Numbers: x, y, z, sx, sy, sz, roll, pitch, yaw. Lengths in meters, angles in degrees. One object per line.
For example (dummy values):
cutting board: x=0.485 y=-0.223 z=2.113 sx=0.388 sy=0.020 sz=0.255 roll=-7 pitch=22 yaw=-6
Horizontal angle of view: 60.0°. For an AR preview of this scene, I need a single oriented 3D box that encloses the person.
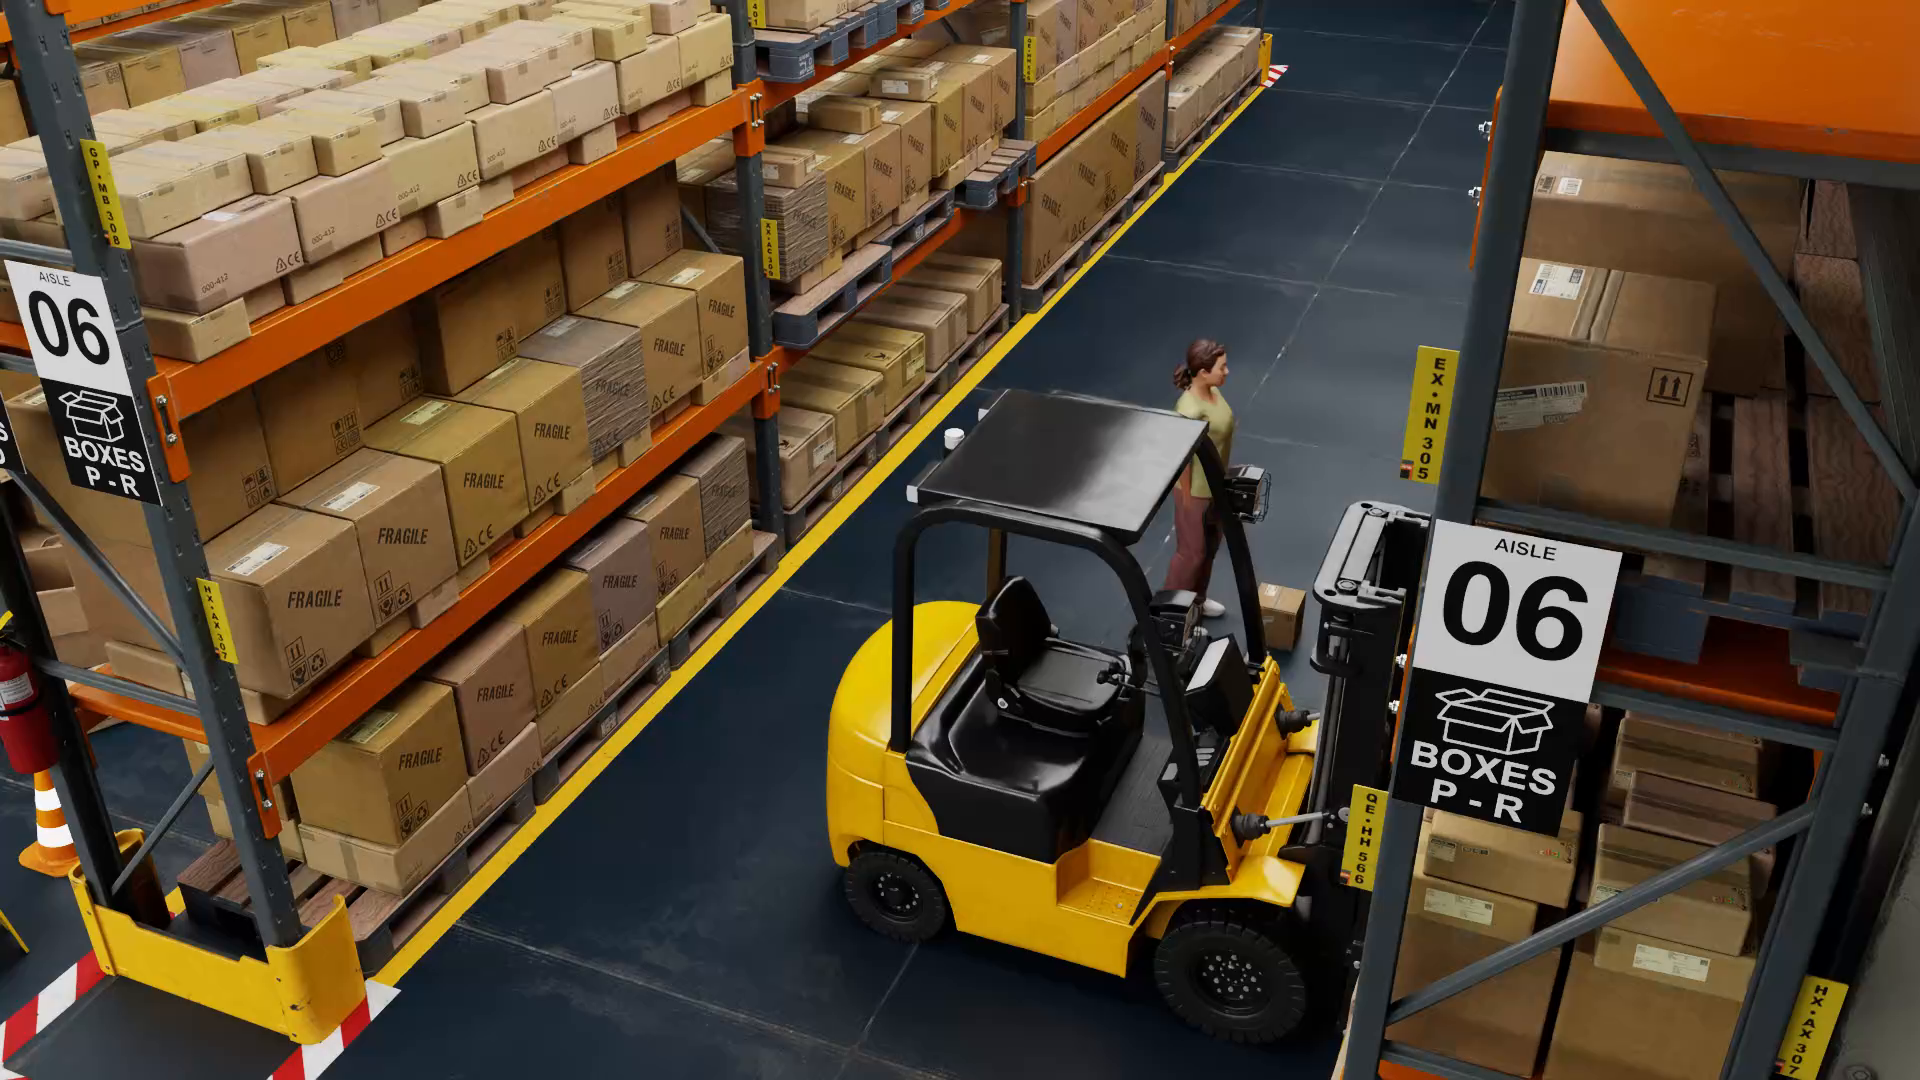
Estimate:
person: x=1.278 y=-0.171 z=8.986 sx=0.373 sy=1.430 sz=0.443 roll=12 pitch=32 yaw=20
